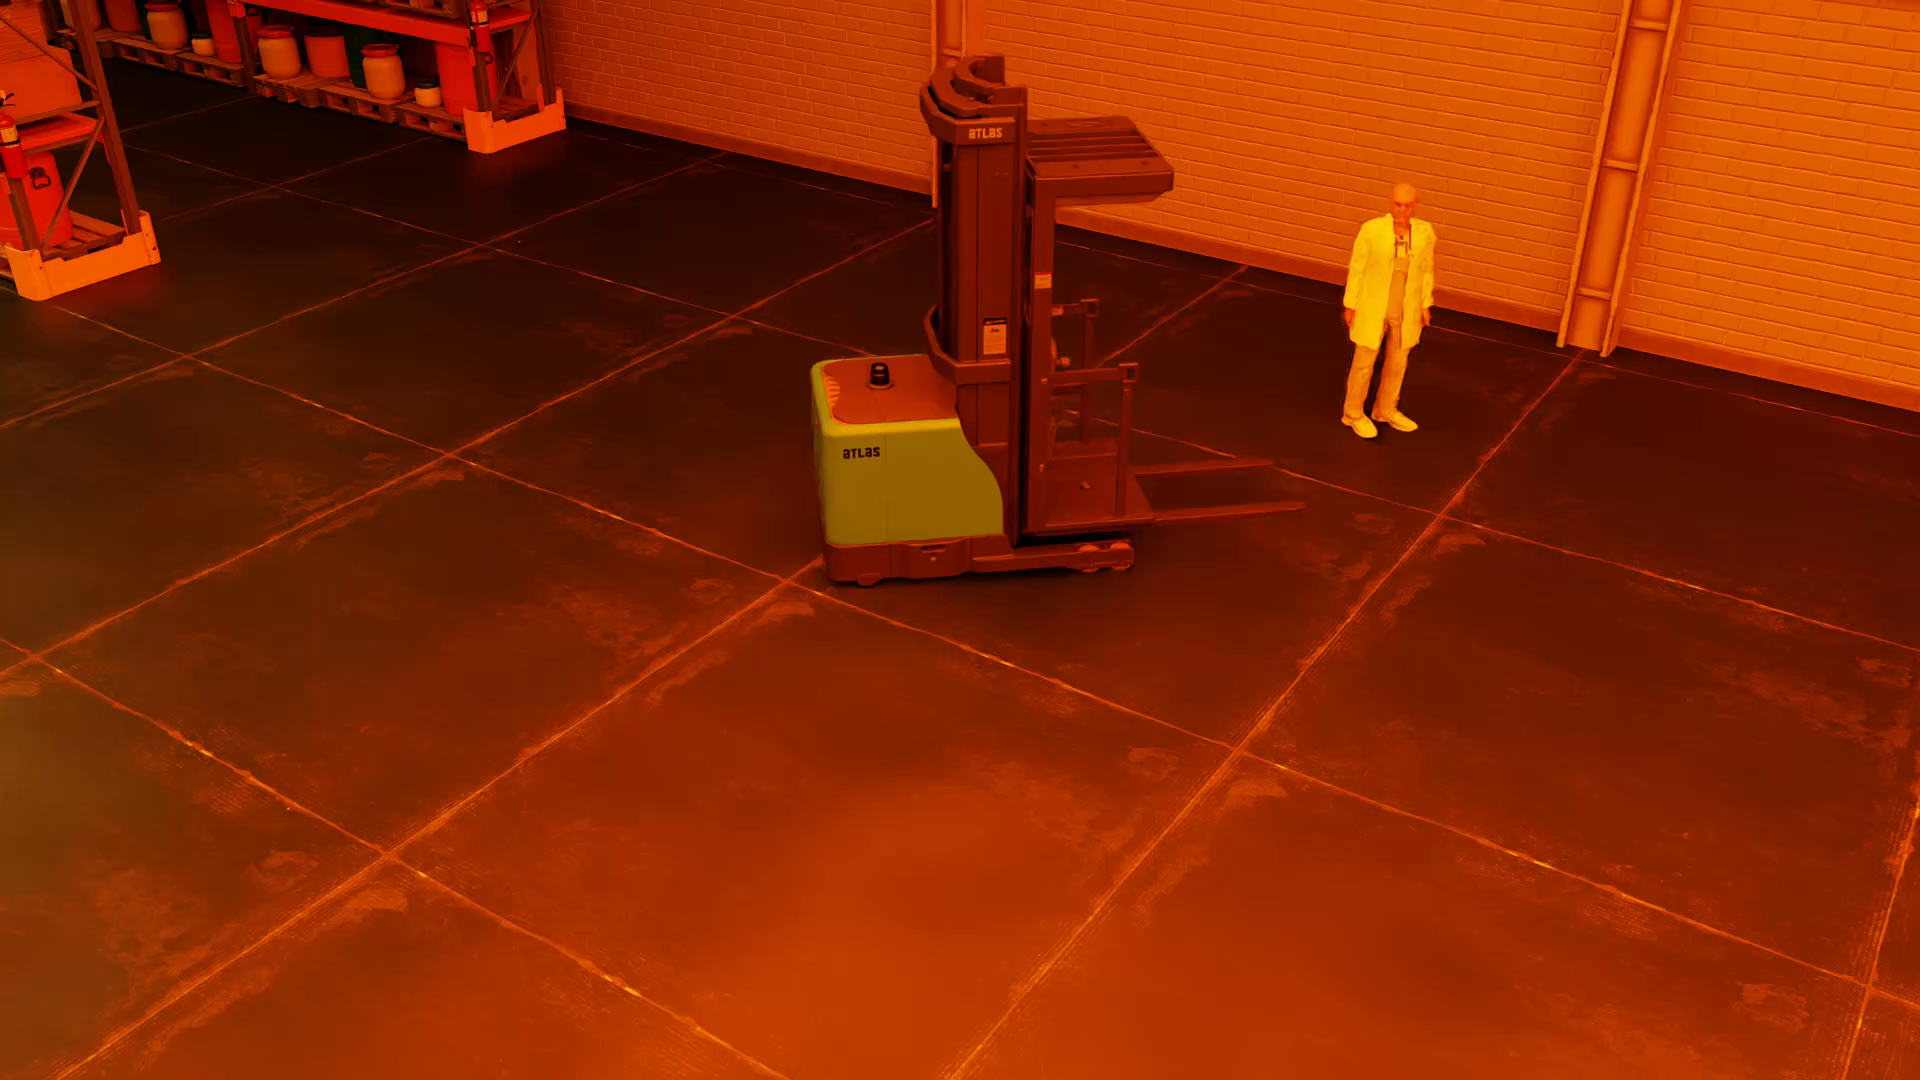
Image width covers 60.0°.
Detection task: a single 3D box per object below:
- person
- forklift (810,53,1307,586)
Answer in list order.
[{"bbox_3d":[2.954,-1.569,11.431,0.620,1.781,0.400,-1,30,-2],"label":"person"},{"bbox_3d":[0.625,-1.327,9.866,3.031,2.935,1.130,-5,30,-8],"label":"forklift"}]
